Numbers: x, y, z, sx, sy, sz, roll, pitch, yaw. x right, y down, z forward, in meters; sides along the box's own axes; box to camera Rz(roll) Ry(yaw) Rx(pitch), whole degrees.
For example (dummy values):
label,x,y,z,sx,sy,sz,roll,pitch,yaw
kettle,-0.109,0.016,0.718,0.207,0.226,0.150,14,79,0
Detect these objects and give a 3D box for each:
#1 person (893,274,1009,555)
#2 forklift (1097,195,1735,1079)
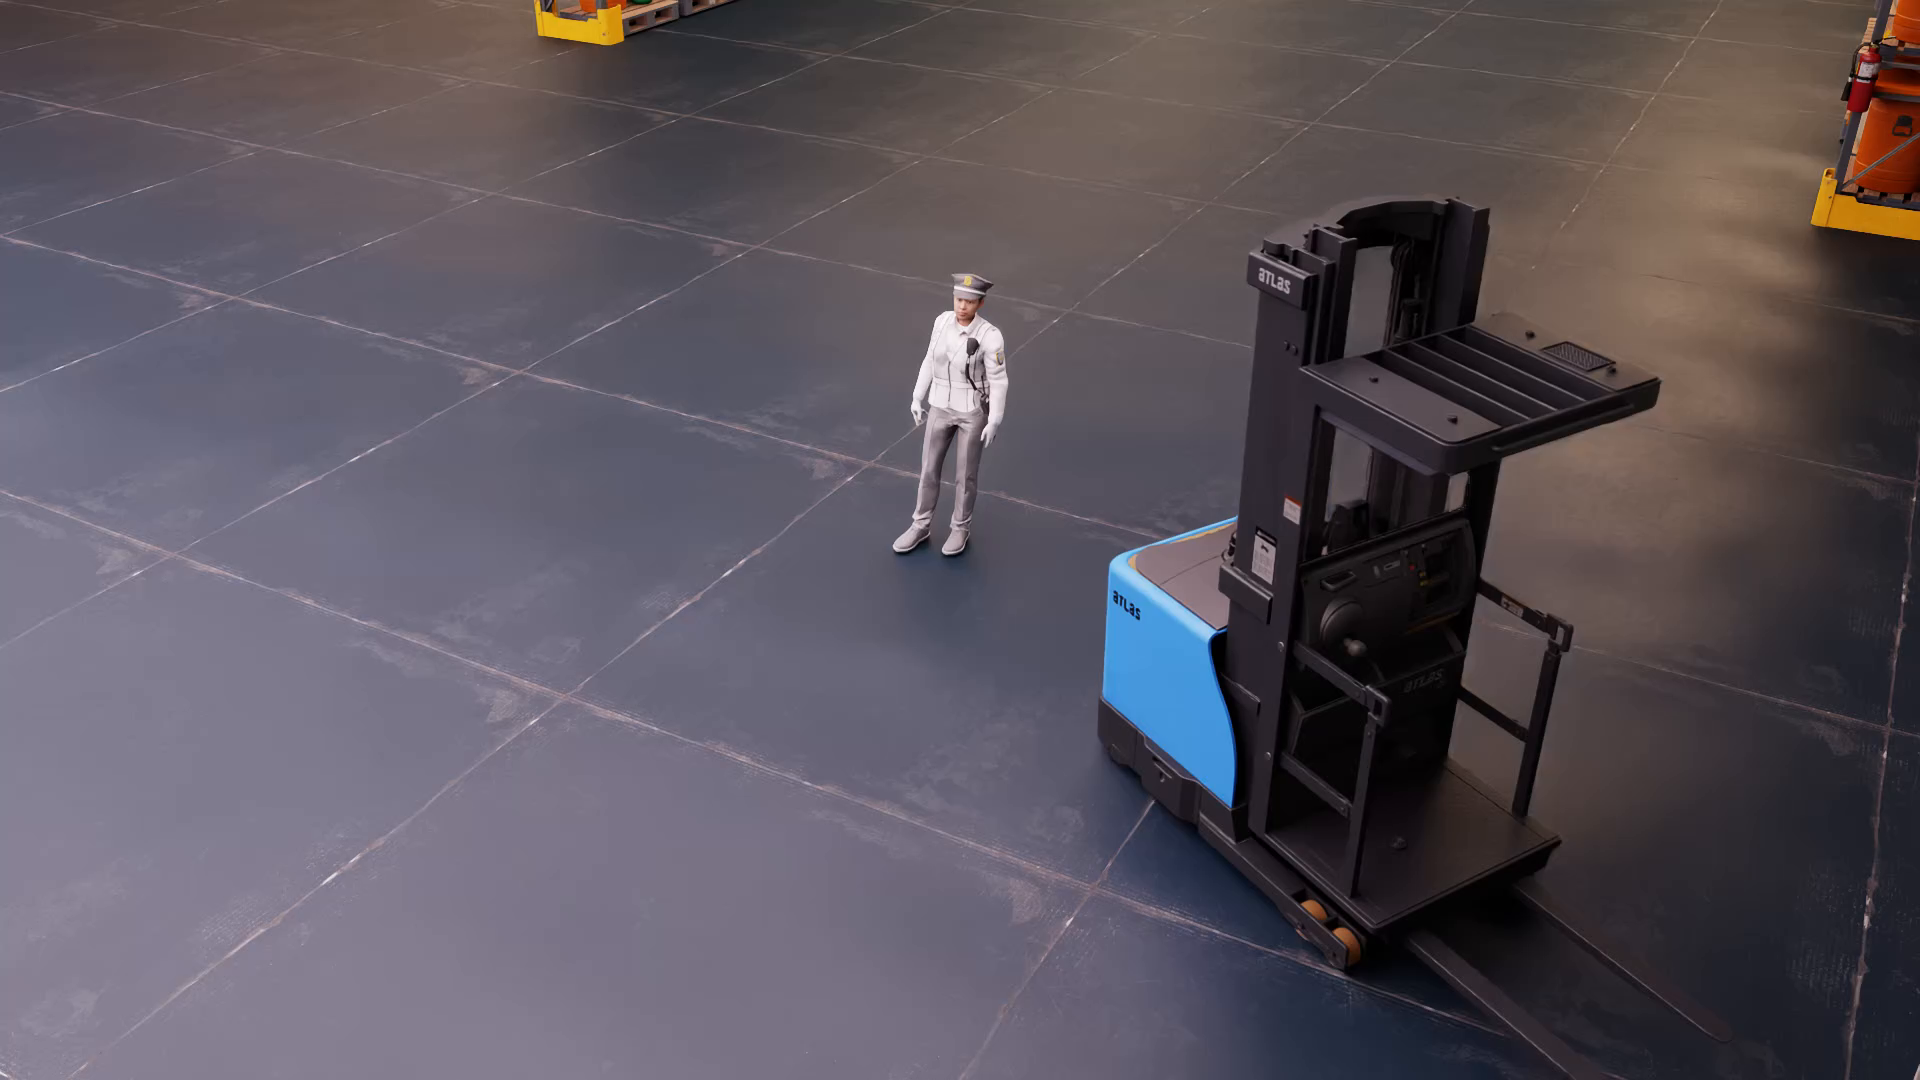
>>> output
label,x,y,z,sx,sy,sz,roll,pitch,yaw
person,-0.038,-0.713,9.528,0.588,1.696,0.533,15,33,25
forklift,1.868,0.244,6.647,1.130,2.935,3.031,-17,34,-27
